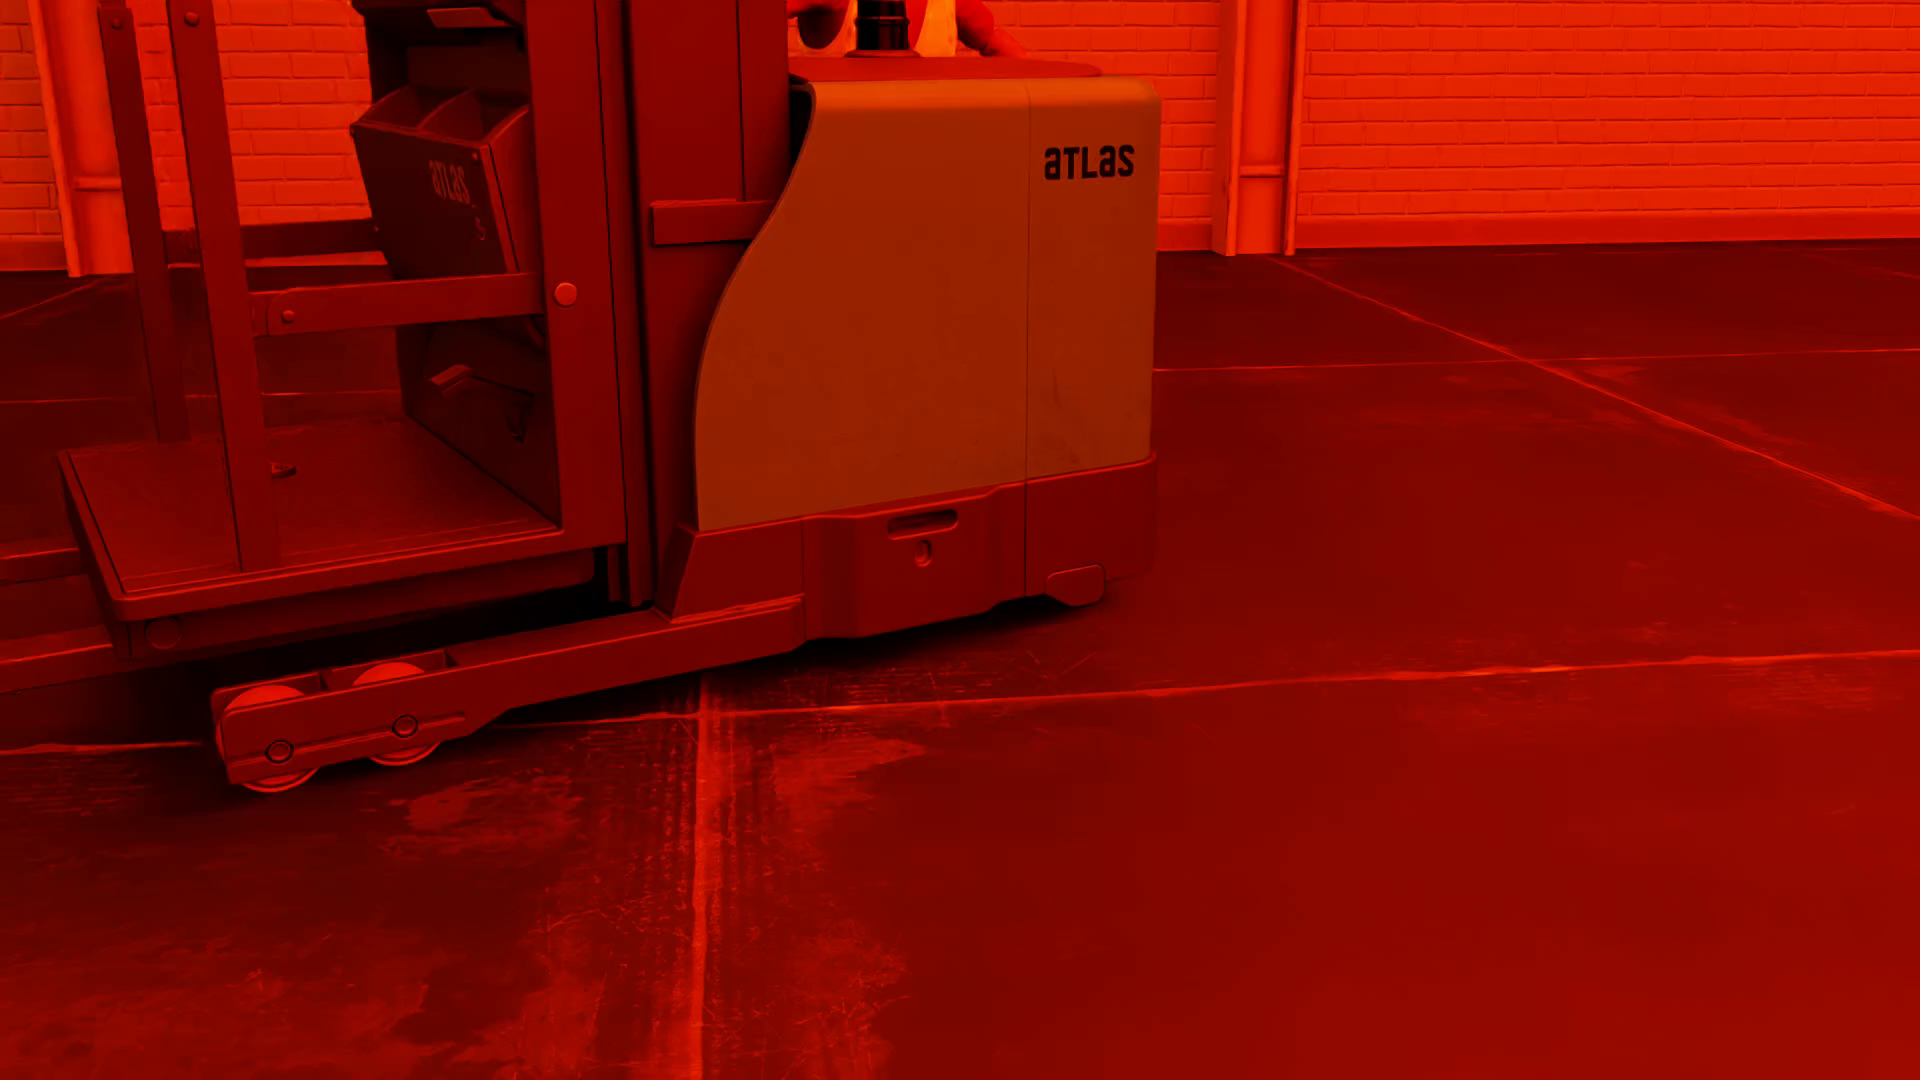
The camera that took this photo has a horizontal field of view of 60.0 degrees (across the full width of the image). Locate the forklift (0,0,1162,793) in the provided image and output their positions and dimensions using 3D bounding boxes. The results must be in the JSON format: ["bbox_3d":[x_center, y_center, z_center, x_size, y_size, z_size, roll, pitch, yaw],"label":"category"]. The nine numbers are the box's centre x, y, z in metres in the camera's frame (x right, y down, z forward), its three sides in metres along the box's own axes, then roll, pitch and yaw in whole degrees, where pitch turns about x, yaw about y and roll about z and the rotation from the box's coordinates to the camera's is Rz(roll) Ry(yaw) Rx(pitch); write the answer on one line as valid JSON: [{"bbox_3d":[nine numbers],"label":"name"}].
[{"bbox_3d":[-1.114,-1.177,2.791,3.031,2.935,1.130,-10,19,-30],"label":"forklift"}]

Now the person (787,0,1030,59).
[{"bbox_3d":[-0.055,-0.986,4.410,1.086,1.649,0.781,-12,21,-35],"label":"person"}]
